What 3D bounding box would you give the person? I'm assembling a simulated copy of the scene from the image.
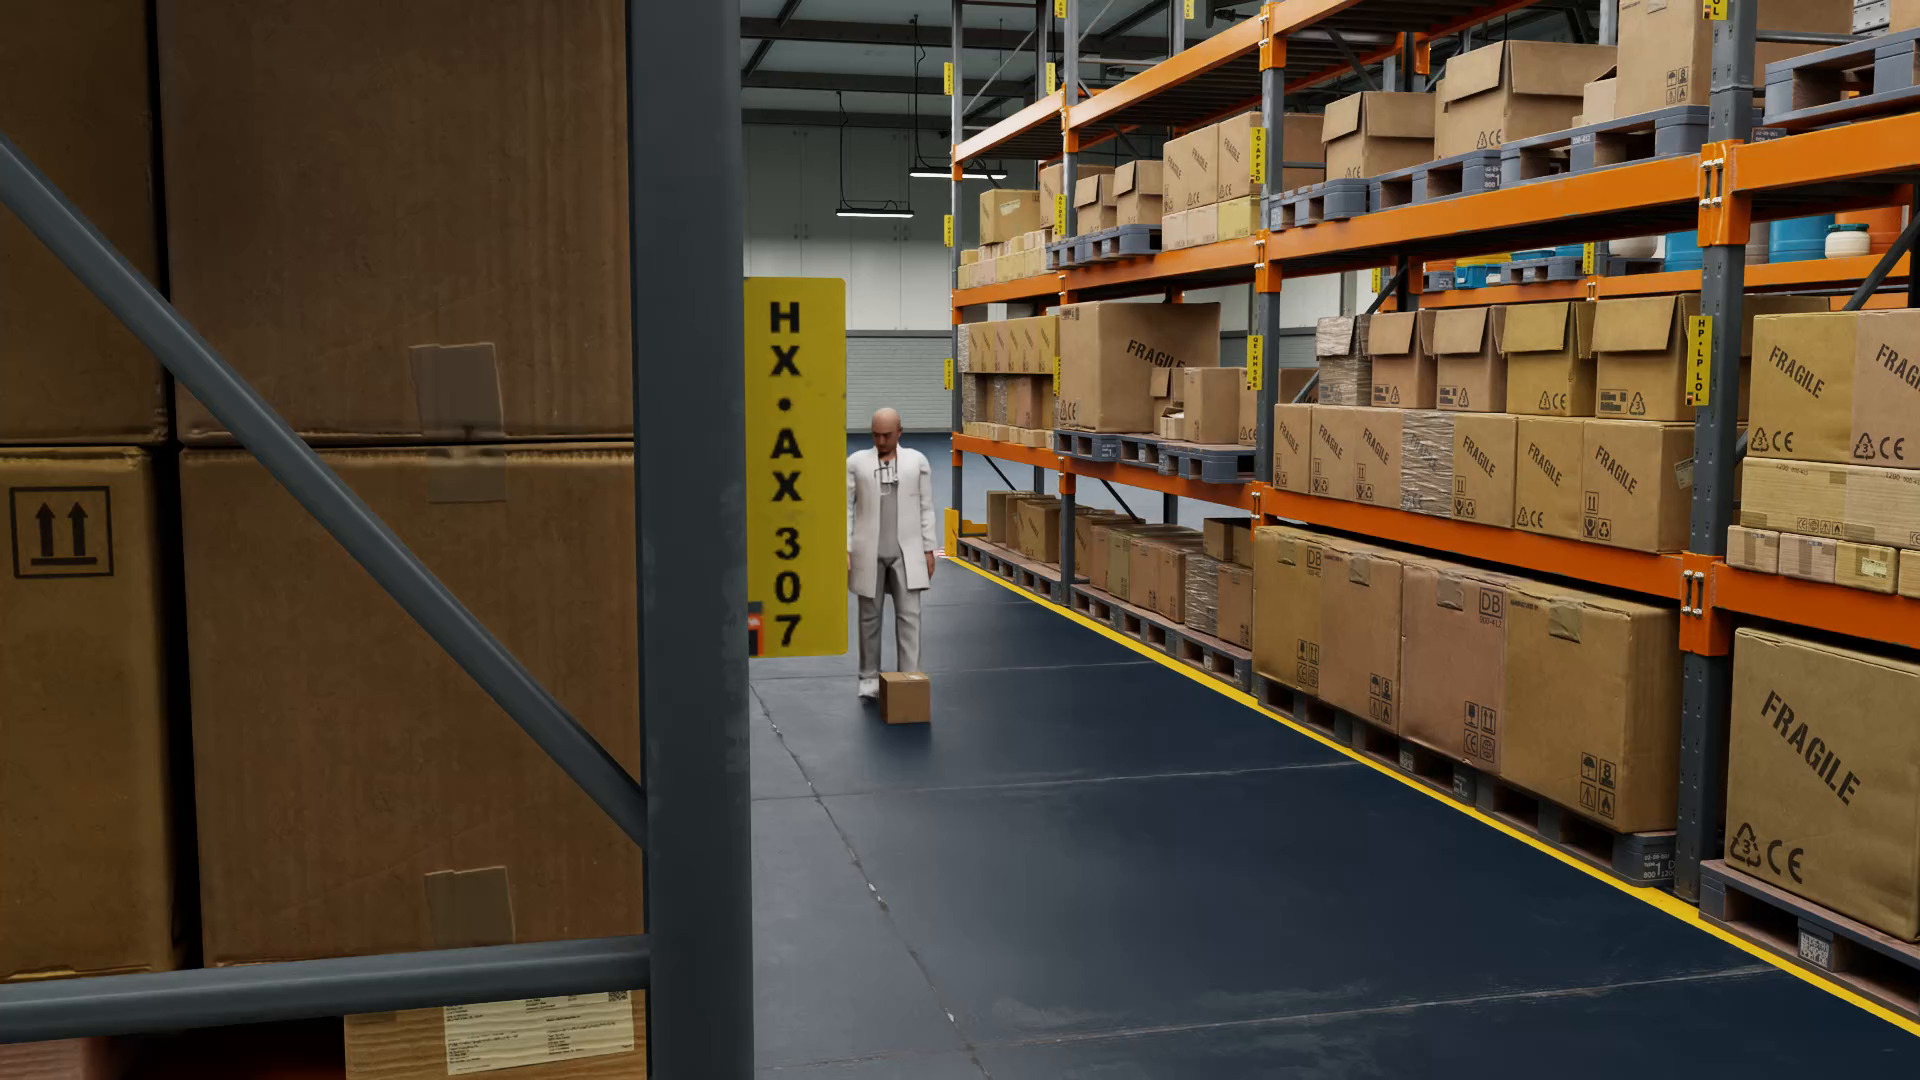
[{"bbox_3d":[-0.436,0.097,9.913,0.632,1.758,0.805,-1,6,-5],"label":"person"}]
